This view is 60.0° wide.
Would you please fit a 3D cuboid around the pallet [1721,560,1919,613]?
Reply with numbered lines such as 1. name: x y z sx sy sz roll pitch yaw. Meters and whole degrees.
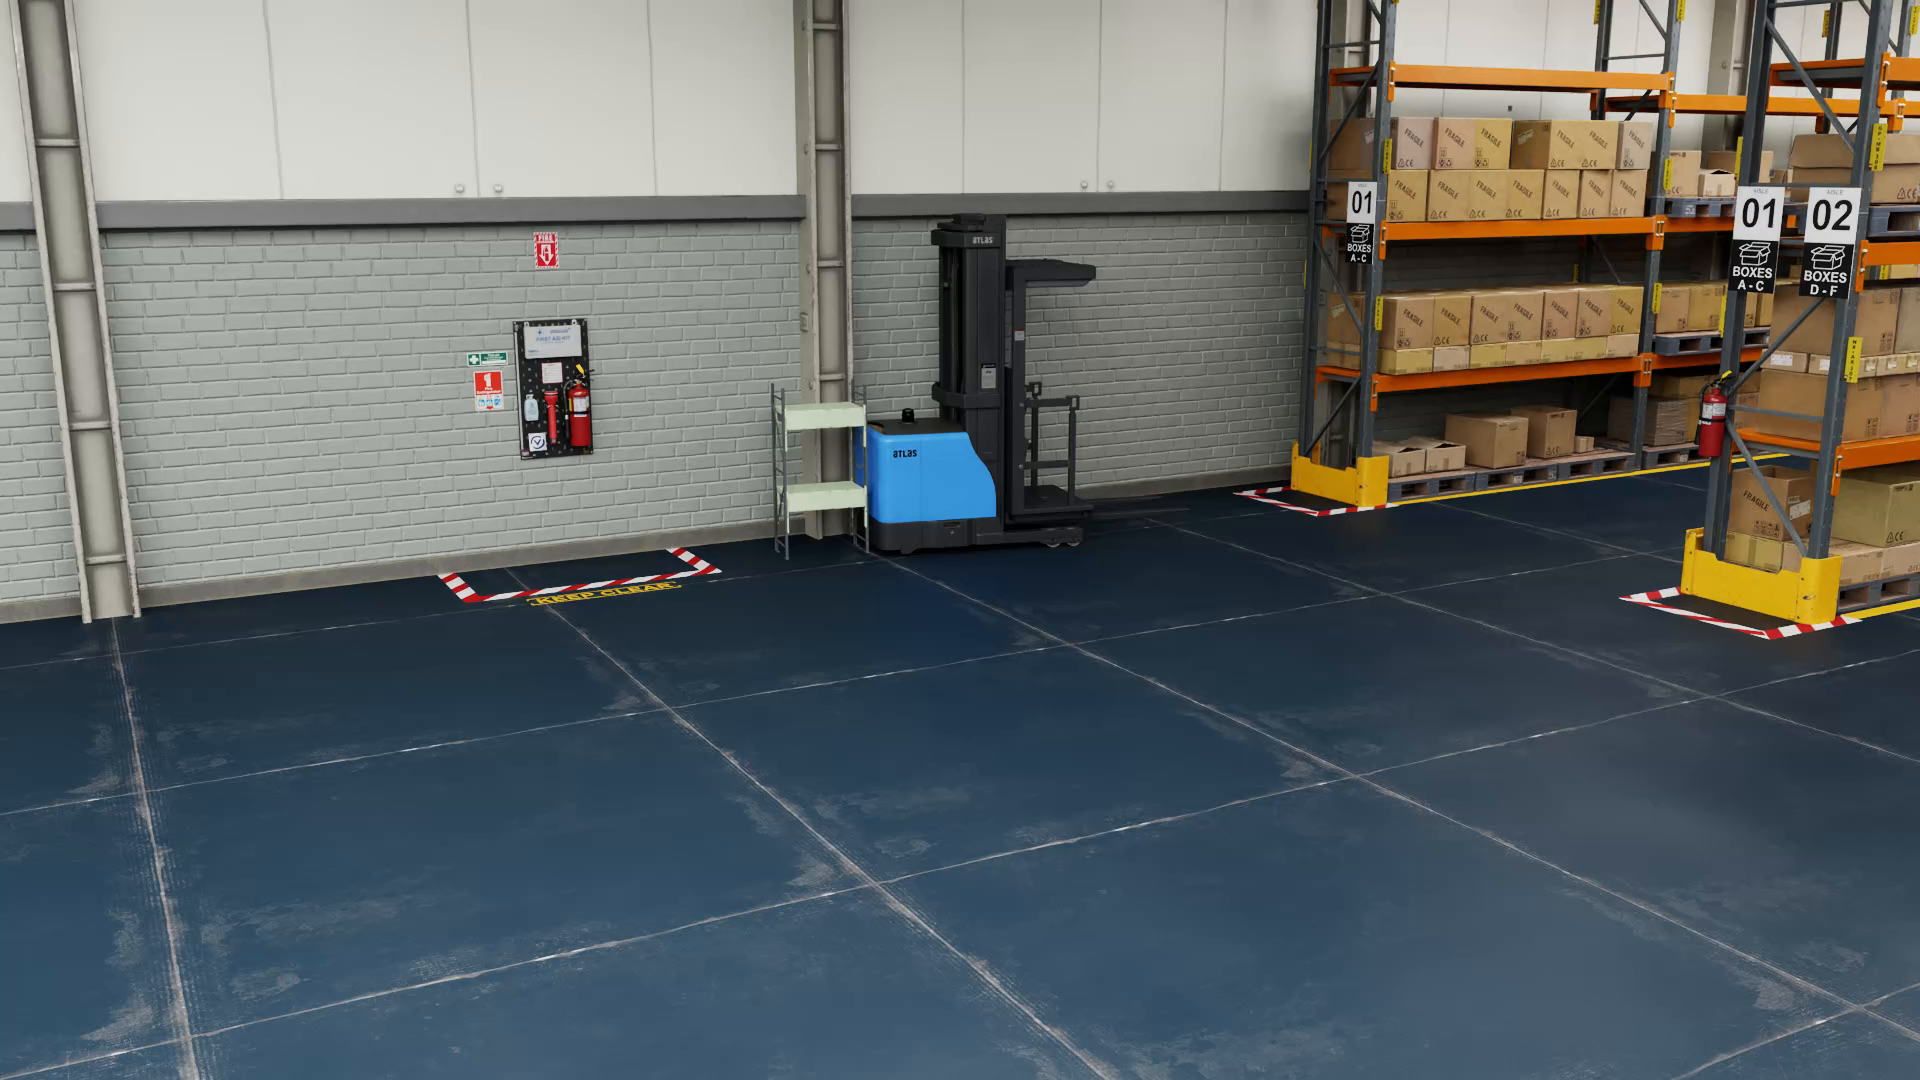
1. pallet: 6.883 0.315 13.371 1.213 0.211 1.003 -7 14 -28

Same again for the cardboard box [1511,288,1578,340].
1. cardboard box: 6.217 -2.421 17.763 0.500 0.500 0.500 -7 15 -29

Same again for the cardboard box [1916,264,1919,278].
1. cardboard box: 11.870 -3.377 20.766 0.500 0.250 0.500 -7 14 -29

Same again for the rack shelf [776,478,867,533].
1. rack shelf: -1.230 -0.308 14.689 0.720 0.370 0.431 -5 14 -20

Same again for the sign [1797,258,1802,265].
1. sign: 10.608 -3.425 20.998 0.005 0.325 0.100 -7 14 -28

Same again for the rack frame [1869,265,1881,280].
1. rack frame: 10.877 -2.753 20.651 0.127 3.000 1.000 -7 14 -28

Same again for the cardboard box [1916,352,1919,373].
1. cardboard box: 7.352 -1.403 12.945 0.250 0.149 0.380 -7 14 -29

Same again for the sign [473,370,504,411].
1. sign: -3.933 -1.247 13.878 0.234 0.329 0.001 -7 14 -28

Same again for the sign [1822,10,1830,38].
1. sign: 10.608 -6.319 20.346 0.005 0.325 0.100 -7 14 -28

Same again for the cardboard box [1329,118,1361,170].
1. cardboard box: 4.108 -4.017 16.885 0.500 0.500 0.500 -6 14 -25

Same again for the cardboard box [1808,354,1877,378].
1. cardboard box: 6.680 -1.322 12.588 0.250 0.149 0.380 -7 14 -28

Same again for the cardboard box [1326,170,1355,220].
1. cardboard box: 4.100 -3.526 16.981 0.500 0.500 0.500 -6 14 -24

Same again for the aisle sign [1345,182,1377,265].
1. aisle sign: 3.936 -3.114 16.336 0.004 0.787 0.394 -7 14 -28

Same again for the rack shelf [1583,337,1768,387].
1. rack shelf: 9.122 -2.192 19.795 4.000 0.370 1.077 -7 14 -28

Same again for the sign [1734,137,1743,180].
1. sign: 5.984 -2.920 12.725 0.005 0.325 0.100 -7 14 -28

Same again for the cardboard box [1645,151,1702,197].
1. cardboard box: 7.884 -4.091 18.582 0.500 0.500 0.500 -5 13 -20

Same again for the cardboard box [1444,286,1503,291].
1. cardboard box: 5.507 -2.464 17.953 0.500 0.500 0.500 -7 14 -27

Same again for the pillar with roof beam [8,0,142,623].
1. pillar with roof beam: -4.415 -2.987 8.025 0.400 9.000 9.100 -7 14 -28

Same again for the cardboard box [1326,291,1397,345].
1. cardboard box: 4.167 -2.304 17.246 0.500 0.500 0.500 -7 14 -28

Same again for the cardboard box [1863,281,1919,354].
1. cardboard box: 7.153 -1.747 13.000 0.500 0.500 0.700 -7 15 -29

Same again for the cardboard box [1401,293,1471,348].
1. cardboard box: 4.857 -2.256 17.032 0.500 0.500 0.500 -7 14 -28

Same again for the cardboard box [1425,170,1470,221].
1. cardboard box: 4.757 -3.470 16.732 0.500 0.500 0.500 -6 14 -24

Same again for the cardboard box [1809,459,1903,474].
1. cardboard box: 7.431 -0.408 13.830 0.500 0.500 0.500 -7 14 -28

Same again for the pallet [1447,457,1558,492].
1. pallet: 5.721 -0.765 18.169 1.213 0.211 1.003 -7 14 -28

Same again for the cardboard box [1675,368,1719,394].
1. cardboard box: 8.844 -1.876 19.739 0.500 0.250 0.500 -7 15 -29

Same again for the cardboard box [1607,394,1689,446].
1. cardboard box: 8.004 -1.408 19.366 0.500 0.500 0.700 -6 14 -26

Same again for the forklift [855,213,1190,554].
1. forklift: 0.602 -1.471 15.110 3.031 2.935 1.130 -4 13 -17

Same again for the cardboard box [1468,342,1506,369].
1. cardboard box: 5.335 -1.948 17.370 0.500 0.250 0.500 -7 15 -29

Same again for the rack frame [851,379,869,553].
1. rack frame: -0.887 -0.655 14.743 0.023 1.500 0.400 -5 14 -20

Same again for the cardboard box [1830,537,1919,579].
1. cardboard box: 7.246 0.113 13.224 0.500 0.250 0.500 -7 14 -28

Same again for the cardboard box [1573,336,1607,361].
1. cardboard box: 6.654 -2.110 18.089 0.500 0.250 0.500 -7 14 -28

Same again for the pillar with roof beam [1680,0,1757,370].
1. pillar with roof beam: 11.384 -4.880 16.439 0.400 9.000 9.100 -7 14 -28

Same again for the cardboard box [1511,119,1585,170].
1. cardboard box: 6.127 -4.120 17.344 0.500 0.500 0.500 -7 15 -30

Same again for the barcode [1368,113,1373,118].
1. barcode: 4.239 -4.375 17.156 0.075 0.075 0.001 -7 14 -28

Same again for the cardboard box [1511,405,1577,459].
1. cardboard box: 6.474 -1.210 18.488 0.500 0.500 0.500 -8 15 -32

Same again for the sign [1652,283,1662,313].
1. sign: 7.633 -2.651 18.225 0.005 0.325 0.100 -7 14 -28

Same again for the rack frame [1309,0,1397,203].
1. rack frame: 3.855 -4.838 16.253 0.127 3.000 1.000 -7 14 -28

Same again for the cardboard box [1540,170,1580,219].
1. cardboard box: 6.123 -3.637 17.474 0.500 0.500 0.500 -7 15 -30

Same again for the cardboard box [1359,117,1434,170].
1. cardboard box: 4.310 -3.915 16.431 0.500 0.500 0.500 -8 15 -32

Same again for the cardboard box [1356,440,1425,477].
1. cardboard box: 4.506 -0.870 17.405 0.500 0.311 0.500 -9 15 -34

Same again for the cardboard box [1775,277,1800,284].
1. cardboard box: 9.992 -2.901 20.079 0.500 0.500 0.700 -8 15 -33

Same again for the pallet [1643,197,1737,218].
1. pallet: 7.959 -3.748 18.670 1.003 0.211 1.213 -7 14 -28

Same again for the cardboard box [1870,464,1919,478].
1. cardboard box: 7.680 -0.308 13.385 0.500 0.500 0.500 -7 14 -28

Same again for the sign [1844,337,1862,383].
1. sign: 6.493 -1.311 12.089 0.005 0.325 0.100 -7 14 -28

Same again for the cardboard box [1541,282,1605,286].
1. cardboard box: 6.854 -2.625 18.672 0.500 0.500 0.500 -7 15 -29

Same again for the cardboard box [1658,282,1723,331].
1. cardboard box: 8.323 -2.700 19.186 0.500 0.500 0.700 -5 14 -22

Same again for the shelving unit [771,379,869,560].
1. shelving unit: -1.230 -0.626 14.618 0.755 1.500 0.431 -5 14 -20

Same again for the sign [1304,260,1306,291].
1. sign: 3.607 -2.740 17.234 0.005 0.325 0.100 -7 14 -28

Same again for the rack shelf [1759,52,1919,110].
1. rack shelf: 7.987 -3.548 13.070 4.000 0.370 1.077 -7 14 -28

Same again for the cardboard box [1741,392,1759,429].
1. cardboard box: 9.340 -1.573 20.098 0.500 0.500 0.700 -7 14 -28

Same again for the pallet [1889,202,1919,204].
1. pallet: 7.937 -2.576 13.234 1.213 0.211 1.003 -7 14 -28

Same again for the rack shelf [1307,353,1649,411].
1. rack shelf: 5.611 -1.771 17.925 4.000 0.370 1.077 -7 14 -28

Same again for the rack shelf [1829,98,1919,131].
1. rack shelf: 12.633 -5.344 21.050 4.000 0.370 1.077 -7 14 -28

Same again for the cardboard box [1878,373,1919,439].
1. cardboard box: 7.107 -1.109 13.117 0.500 0.500 0.700 -6 14 -26

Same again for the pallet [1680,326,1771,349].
1. pallet: 9.159 -2.443 19.712 1.213 0.211 1.003 -7 14 -28

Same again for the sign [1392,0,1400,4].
1. sign: 4.115 -5.228 15.677 0.005 0.325 0.100 -7 14 -28
